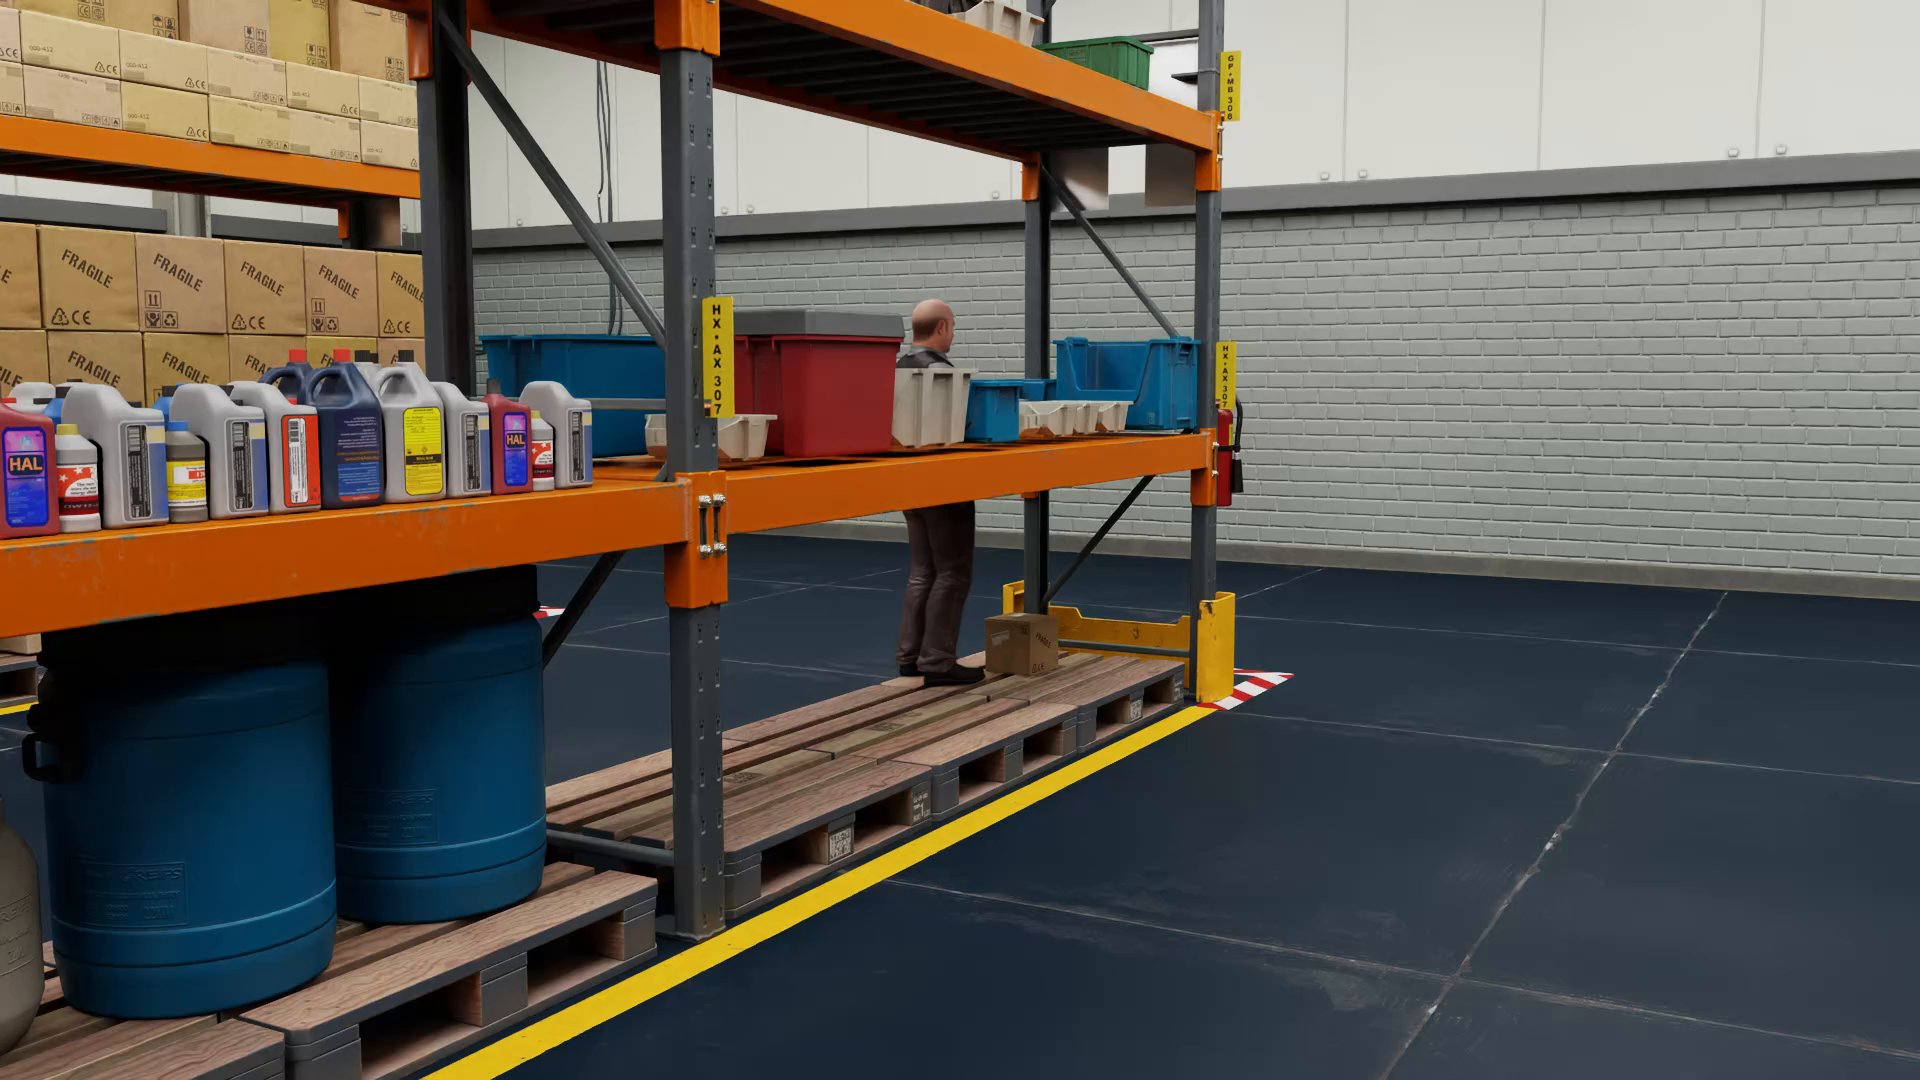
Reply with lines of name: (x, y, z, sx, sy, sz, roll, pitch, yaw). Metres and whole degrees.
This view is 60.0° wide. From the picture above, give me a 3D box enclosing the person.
person: (-0.108, -0.222, 7.512, 0.358, 1.714, 0.511, -3, 7, -28)
